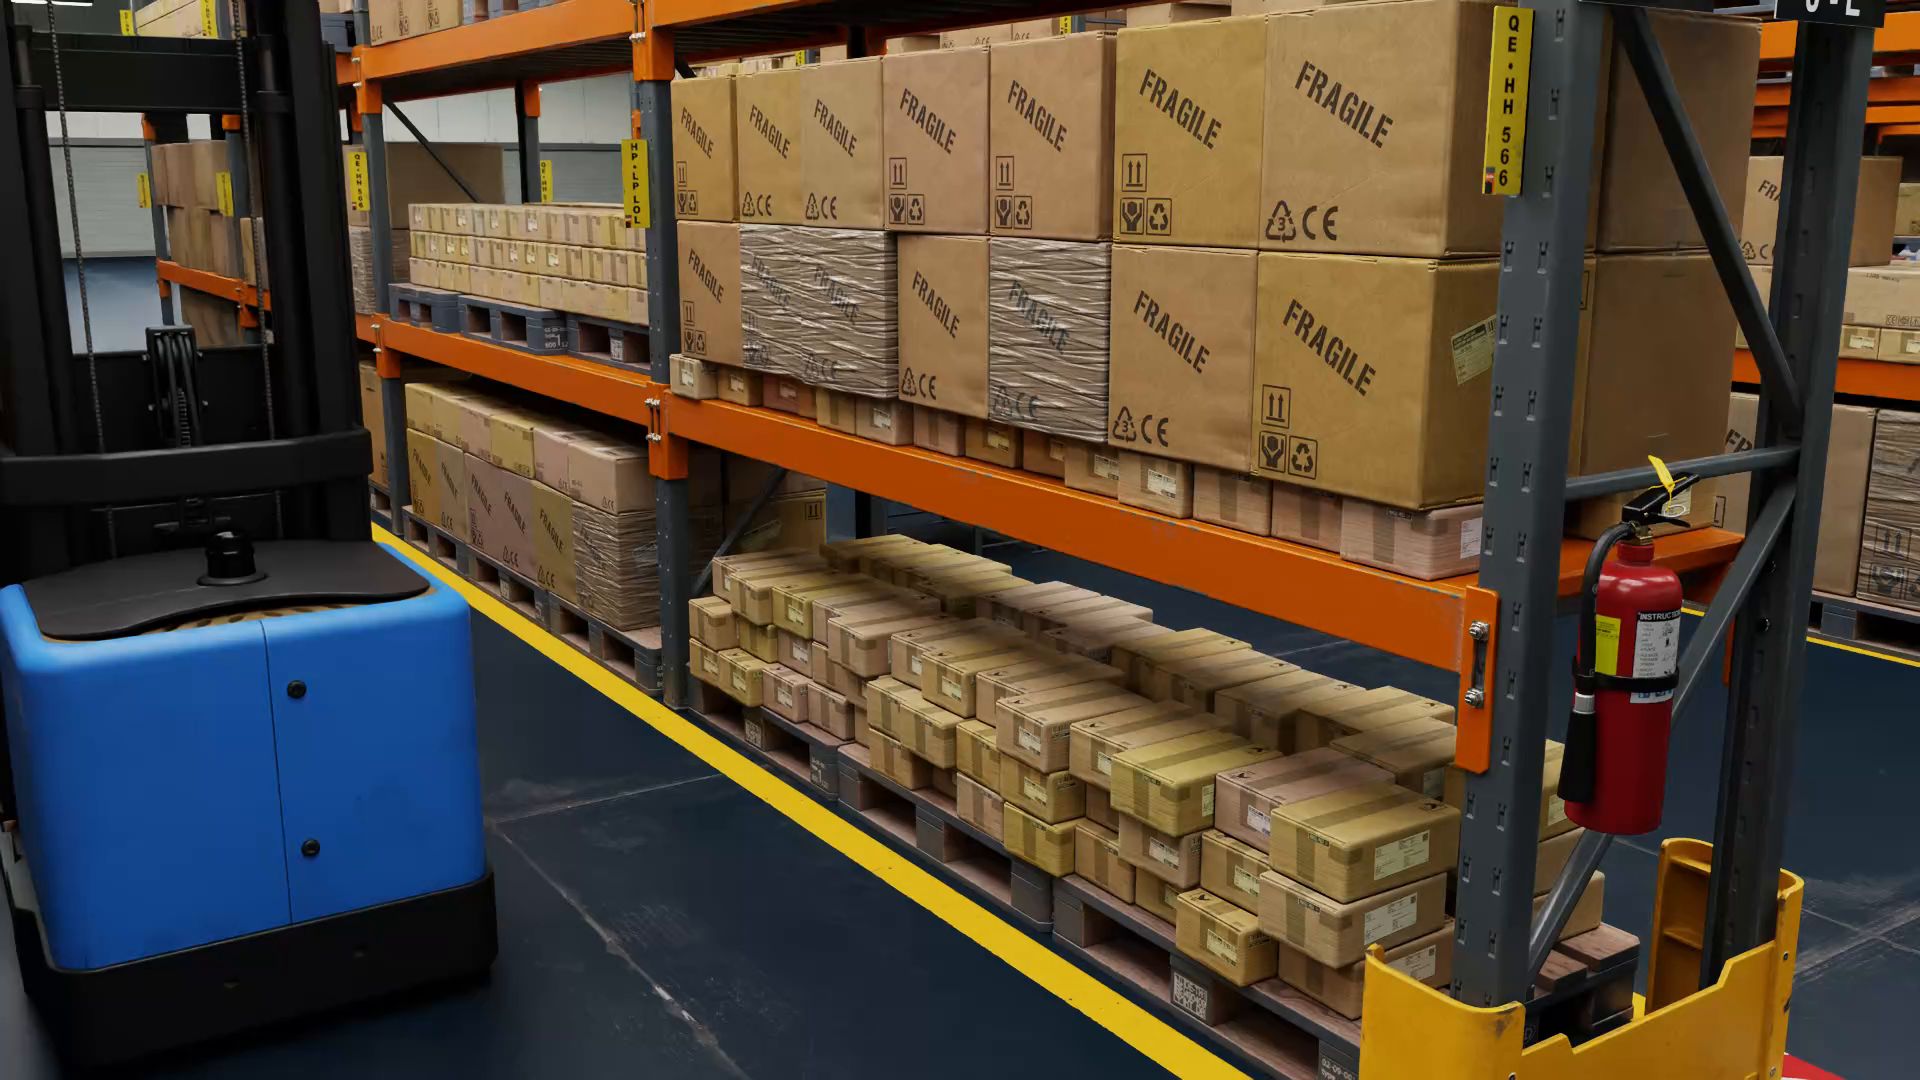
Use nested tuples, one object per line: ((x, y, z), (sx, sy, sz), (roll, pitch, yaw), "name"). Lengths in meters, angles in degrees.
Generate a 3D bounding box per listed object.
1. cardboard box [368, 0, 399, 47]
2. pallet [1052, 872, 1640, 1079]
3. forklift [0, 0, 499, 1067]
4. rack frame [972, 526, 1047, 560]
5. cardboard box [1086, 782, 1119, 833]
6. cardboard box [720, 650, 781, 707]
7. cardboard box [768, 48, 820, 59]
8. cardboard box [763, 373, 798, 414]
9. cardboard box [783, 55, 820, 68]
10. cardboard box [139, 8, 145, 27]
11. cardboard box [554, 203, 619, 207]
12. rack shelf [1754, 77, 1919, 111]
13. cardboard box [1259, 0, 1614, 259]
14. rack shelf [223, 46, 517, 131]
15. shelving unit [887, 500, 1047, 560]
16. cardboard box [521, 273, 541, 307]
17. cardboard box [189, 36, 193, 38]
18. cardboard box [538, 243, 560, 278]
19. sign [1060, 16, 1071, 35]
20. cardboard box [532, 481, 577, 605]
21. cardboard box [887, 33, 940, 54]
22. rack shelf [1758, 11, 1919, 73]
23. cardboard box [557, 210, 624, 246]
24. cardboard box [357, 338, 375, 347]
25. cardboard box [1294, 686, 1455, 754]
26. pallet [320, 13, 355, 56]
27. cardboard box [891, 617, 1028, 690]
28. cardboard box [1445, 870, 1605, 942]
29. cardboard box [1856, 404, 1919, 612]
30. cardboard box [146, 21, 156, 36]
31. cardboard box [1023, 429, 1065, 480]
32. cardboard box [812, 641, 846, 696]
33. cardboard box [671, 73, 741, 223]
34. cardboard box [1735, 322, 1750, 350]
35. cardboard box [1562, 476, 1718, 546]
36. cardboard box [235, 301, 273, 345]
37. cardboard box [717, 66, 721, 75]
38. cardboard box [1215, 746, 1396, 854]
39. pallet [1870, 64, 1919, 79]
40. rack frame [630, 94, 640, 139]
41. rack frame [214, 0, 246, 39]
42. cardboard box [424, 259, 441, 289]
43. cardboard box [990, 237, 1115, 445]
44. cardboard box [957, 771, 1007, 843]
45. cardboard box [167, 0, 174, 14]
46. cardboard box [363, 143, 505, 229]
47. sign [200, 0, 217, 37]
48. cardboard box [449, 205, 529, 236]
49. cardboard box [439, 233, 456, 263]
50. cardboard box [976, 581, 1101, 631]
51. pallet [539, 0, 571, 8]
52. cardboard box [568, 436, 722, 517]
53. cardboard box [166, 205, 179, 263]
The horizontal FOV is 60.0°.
((-2.881, -2.933, 8.995), (0.500, 0.500, 0.500), (-8, 15, -33), "cardboard box")
((0.994, 1.071, 4.468), (1.003, 0.211, 1.213), (-8, 15, -33), "pallet")
((-2.460, -0.452, 5.069), (1.130, 2.935, 3.031), (-8, 15, -32), "forklift")
((0.285, -0.458, 9.323), (0.500, 1.125, 0.032), (-8, 15, -33), "rack frame")
((0.574, 0.701, 4.627), (0.380, 0.149, 0.250), (-8, 15, -33), "cardboard box")
((-0.678, 0.498, 6.255), (0.380, 0.149, 0.250), (-8, 14, -31), "cardboard box")
((-1.468, -4.785, 15.602), (0.500, 0.500, 0.500), (-9, 15, -34), "cardboard box")
((-0.478, -0.550, 5.943), (0.380, 0.149, 0.250), (-9, 15, -35), "cardboard box")
((-1.427, -4.442, 15.551), (0.380, 0.149, 0.250), (-8, 14, -31), "cardboard box")
((-7.350, -4.819, 15.358), (0.380, 0.149, 0.250), (-8, 15, -32), "cardboard box")
((-2.040, -1.800, 9.284), (0.380, 0.149, 0.250), (-8, 14, -31), "cardboard box")
((6.441, -3.465, 13.348), (1.077, 0.370, 4.000), (-8, 15, -33), "rack shelf")
((0.996, -0.863, 3.517), (0.500, 0.500, 0.500), (-8, 15, -34), "cardboard box")
((-4.084, -3.021, 11.317), (1.077, 0.370, 4.000), (-8, 15, -33), "rack shelf")
((0.004, -0.548, 9.736), (0.538, 1.125, 1.048), (-8, 15, -33), "shelving unit")
((-1.869, -1.201, 7.937), (0.380, 0.149, 0.250), (-7, 14, -30), "cardboard box")
((-6.086, -4.022, 13.584), (0.380, 0.149, 0.250), (-8, 15, -33), "cardboard box")
((-1.724, -1.301, 7.698), (0.380, 0.149, 0.250), (-9, 15, -36), "cardboard box")
((0.757, -3.775, 11.869), (0.100, 0.325, 0.005), (-8, 15, -33), "sign")
((-1.663, -0.017, 7.787), (0.500, 0.500, 0.500), (-9, 15, -34), "cardboard box")
((-0.306, -4.290, 14.212), (0.797, 0.503, 0.637), (-7, 14, -30), "cardboard box")
((4.534, -2.167, 7.414), (1.077, 0.370, 4.000), (-8, 15, -33), "rack shelf")
((-1.581, -1.402, 7.463), (0.380, 0.149, 0.250), (-8, 15, -33), "cardboard box")
((-4.242, -1.097, 12.140), (1.050, 0.750, 0.750), (-8, 15, -33), "cardboard box")
((1.164, 0.540, 4.668), (0.380, 0.149, 0.250), (-8, 15, -33), "cardboard box")
((-3.376, -3.033, 10.129), (1.213, 0.211, 1.003), (-7, 14, -30), "pallet")
((0.000, 0.375, 5.422), (0.380, 0.149, 0.250), (-9, 15, -35), "cardboard box")
((1.433, 0.928, 4.288), (0.380, 0.149, 0.250), (-8, 15, -32), "cardboard box")
((4.717, -0.131, 7.430), (0.875, 0.875, 0.875), (-8, 15, -33), "cardboard box")
((-7.072, -4.559, 15.105), (0.500, 0.250, 0.500), (-8, 15, -33), "cardboard box")
((0.401, -0.270, 4.663), (0.380, 0.149, 0.250), (-9, 15, -35), "cardboard box")
((-0.298, 0.426, 5.884), (0.380, 0.149, 0.250), (-9, 15, -36), "cardboard box")
((-0.712, -1.414, 6.033), (0.500, 0.500, 0.500), (-8, 14, -31), "cardboard box")
((3.894, -1.009, 8.042), (0.380, 0.149, 0.250), (-8, 15, -34), "cardboard box")
((1.550, -0.102, 3.896), (0.380, 0.149, 0.250), (-8, 15, -33), "cardboard box")
((-5.482, -1.550, 13.919), (0.875, 0.875, 0.875), (-8, 15, -32), "cardboard box")
((-2.238, -4.734, 16.887), (0.380, 0.149, 0.250), (-9, 15, -35), "cardboard box")
((0.861, 0.653, 4.153), (0.380, 0.149, 0.250), (-8, 15, -32), "cardboard box")
((7.033, -3.496, 12.249), (1.213, 0.211, 1.003), (-8, 15, -33), "pallet")
((-3.223, -3.543, 19.043), (1.000, 3.000, 0.127), (-8, 15, -33), "rack frame")
((-5.192, -5.193, 12.547), (1.000, 3.000, 0.127), (-8, 15, -33), "rack frame")
((-2.747, -1.483, 9.225), (0.380, 0.149, 0.250), (-7, 14, -30), "cardboard box")
((0.424, -0.553, 4.441), (0.500, 0.500, 0.500), (-8, 15, -33), "cardboard box")
((0.214, 0.768, 5.020), (0.380, 0.149, 0.250), (-8, 15, -32), "cardboard box")
((-6.502, -4.546, 14.113), (0.380, 0.149, 0.250), (-8, 15, -32), "cardboard box")
((-3.216, -2.170, 10.188), (0.700, 0.500, 0.500), (-8, 15, -33), "cardboard box")
((-5.653, -3.953, 12.502), (0.100, 0.325, 0.005), (-8, 15, -33), "sign")
((-2.451, -1.681, 8.738), (0.380, 0.149, 0.250), (-9, 15, -35), "cardboard box")
((-2.572, -1.574, 8.948), (0.380, 0.149, 0.250), (-9, 15, -35), "cardboard box")
((0.279, 0.266, 5.921), (0.380, 0.149, 0.250), (-9, 15, -35), "cardboard box")
((-1.013, -2.336, 6.941), (1.213, 0.211, 1.003), (-8, 15, -33), "pallet")
((-1.383, -0.293, 7.292), (0.500, 0.250, 0.500), (-9, 15, -34), "cardboard box")
((-7.165, -2.987, 16.147), (0.875, 0.550, 0.550), (-8, 15, -33), "cardboard box")
